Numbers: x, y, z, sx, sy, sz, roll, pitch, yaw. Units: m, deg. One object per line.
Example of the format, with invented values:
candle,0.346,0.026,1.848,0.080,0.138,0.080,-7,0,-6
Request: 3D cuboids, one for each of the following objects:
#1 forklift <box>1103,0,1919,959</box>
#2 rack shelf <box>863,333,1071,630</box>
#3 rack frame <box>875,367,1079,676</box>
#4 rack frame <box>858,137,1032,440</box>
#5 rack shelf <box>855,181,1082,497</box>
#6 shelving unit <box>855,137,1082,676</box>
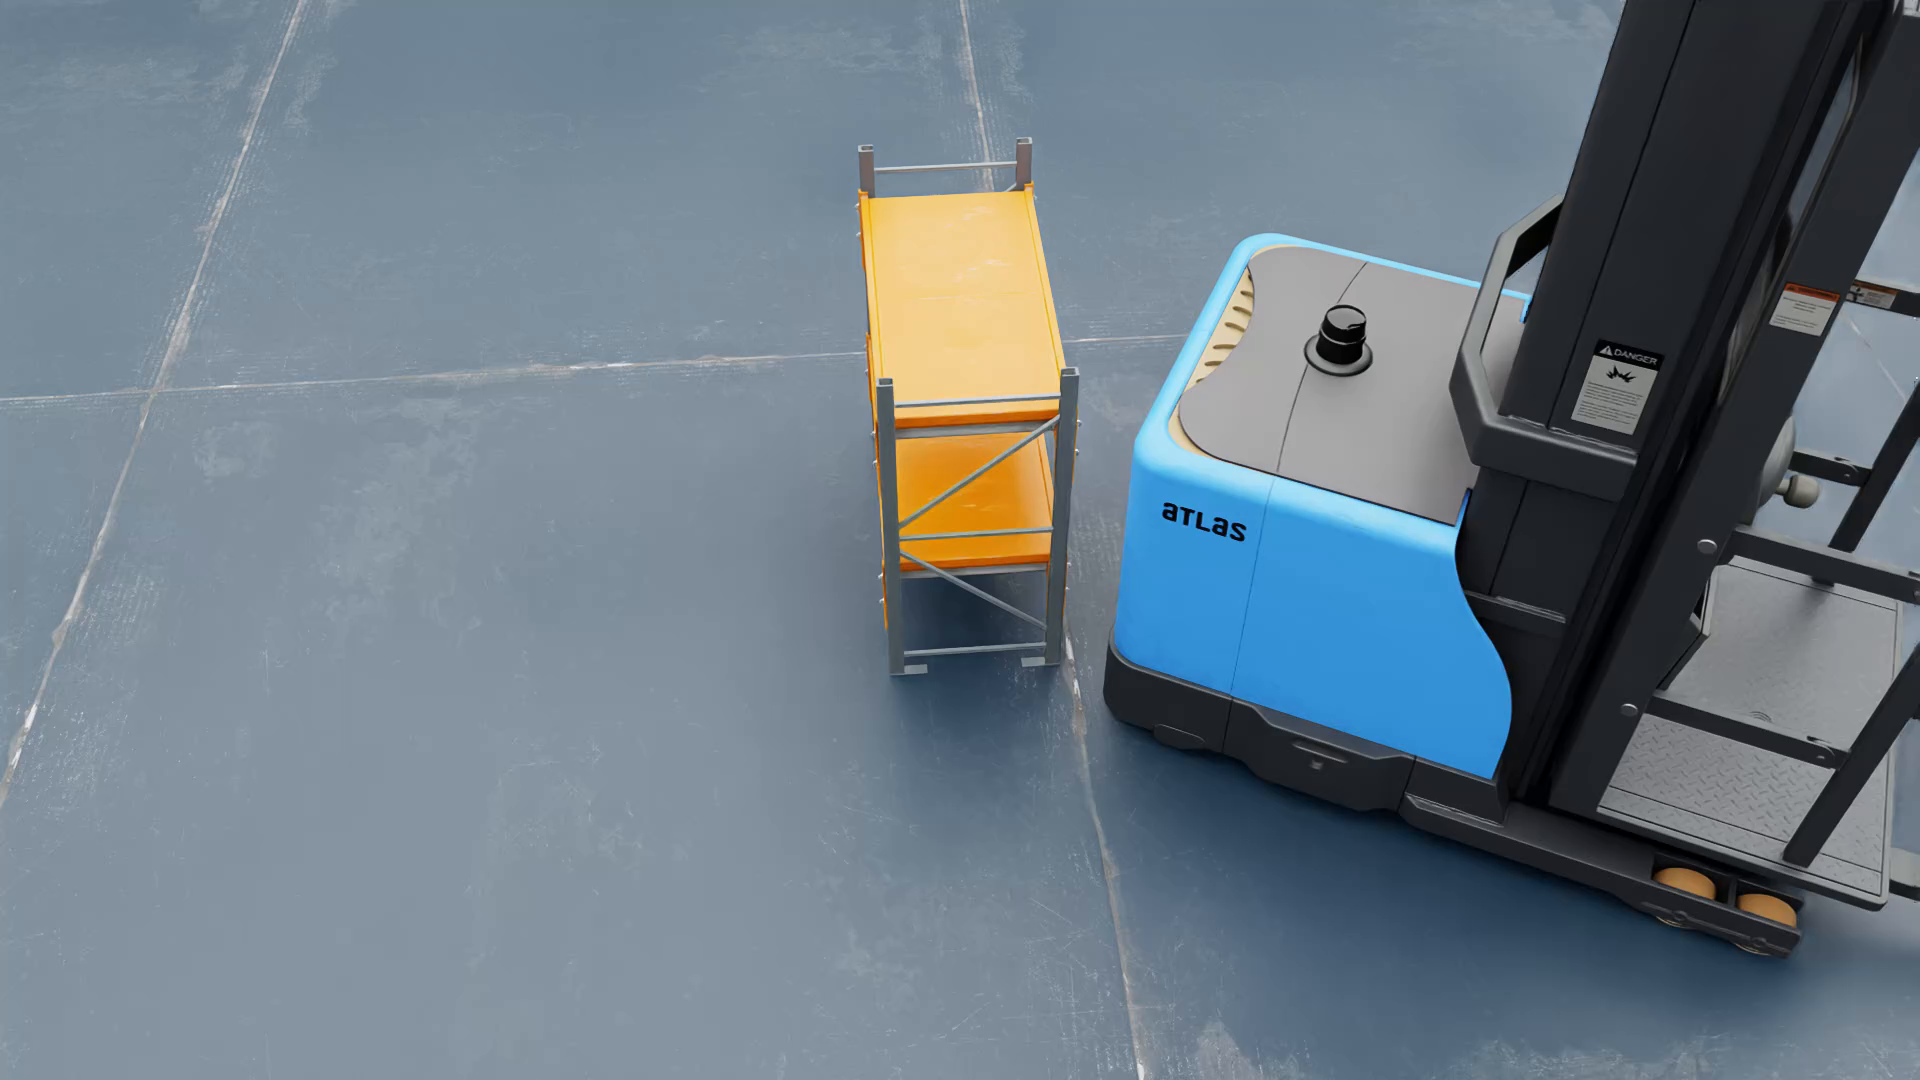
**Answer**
forklift,1.973,-0.393,3.603,3.031,2.935,1.130,17,49,16
rack shelf,0.001,-0.214,5.014,0.538,0.278,1.000,-3,47,-3
rack frame,0.043,-0.014,4.489,0.500,1.125,0.032,-3,47,-3
rack frame,-0.042,-0.750,5.185,0.500,1.125,0.032,-3,47,-3
rack shelf,0.001,-0.583,4.624,0.538,0.278,1.000,-3,47,-3
shelving unit,0.001,-0.382,4.837,0.538,1.125,1.048,-3,47,-3
